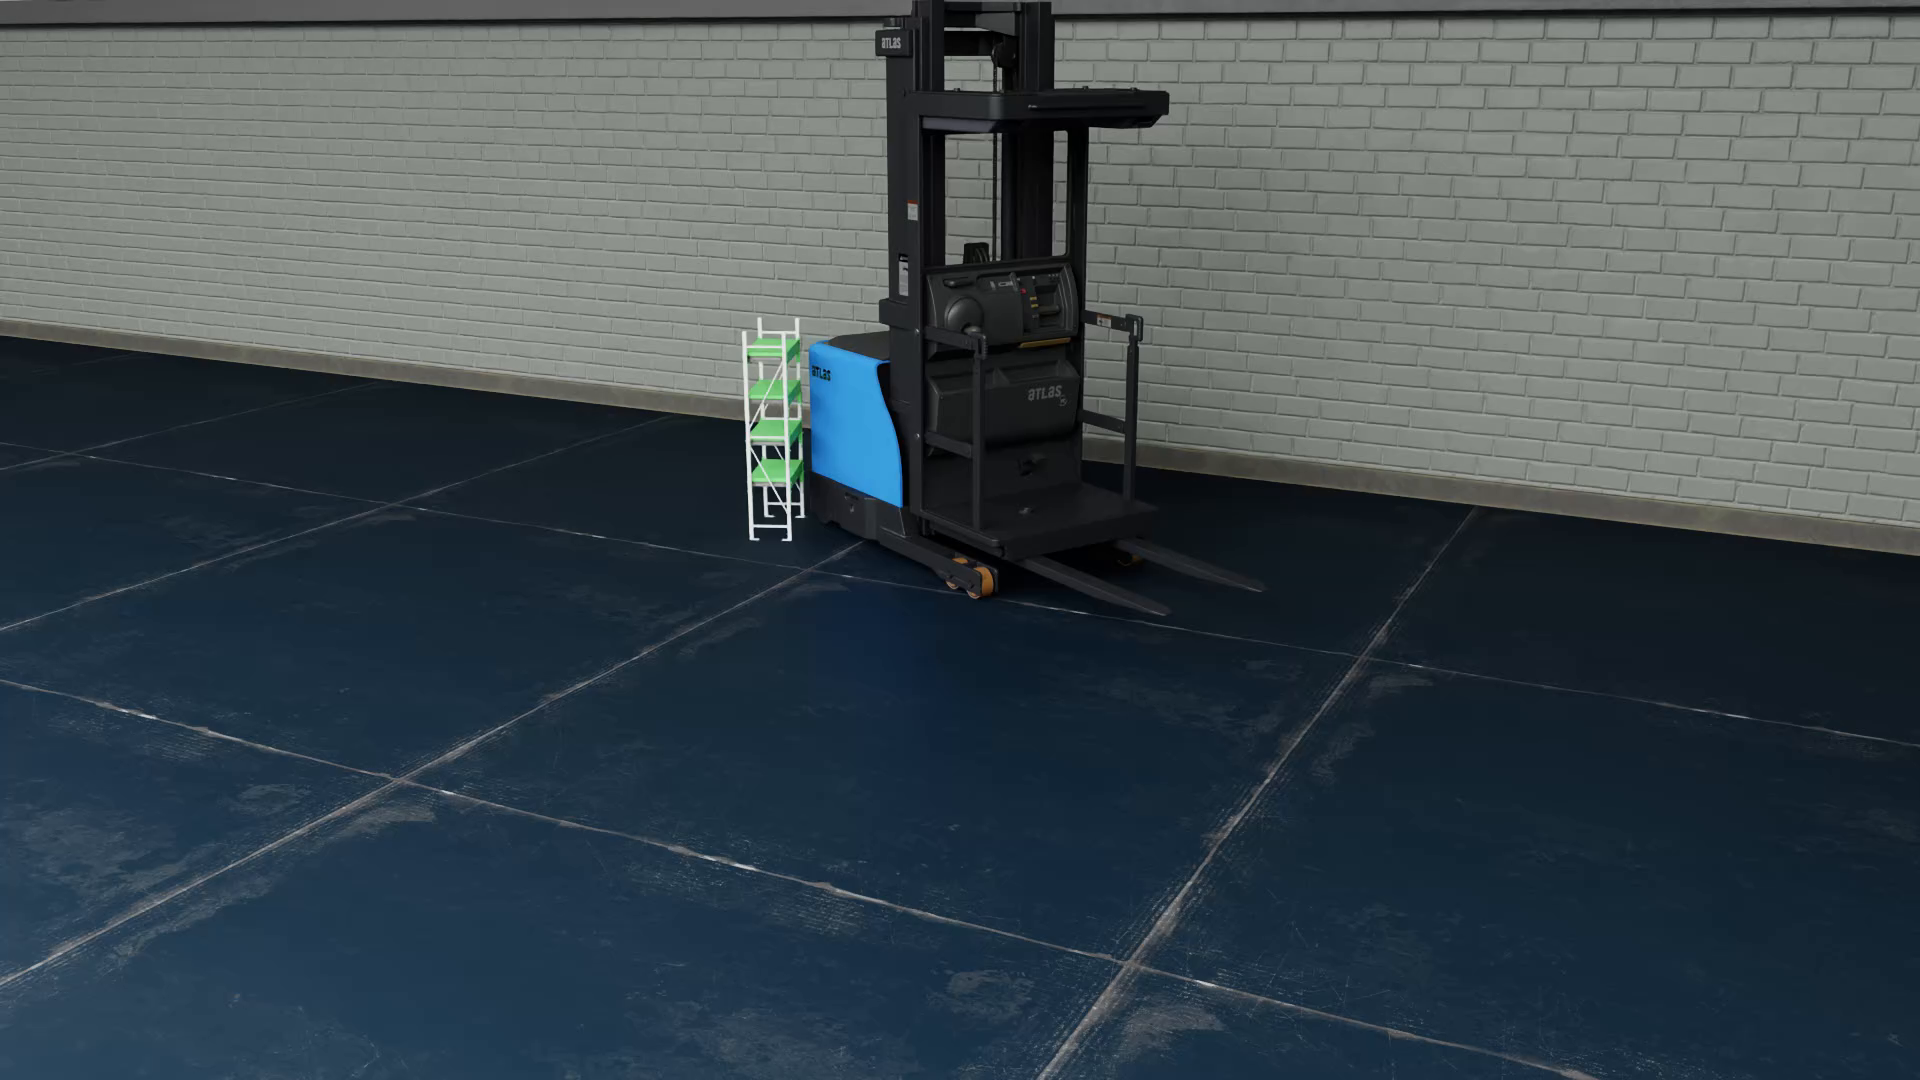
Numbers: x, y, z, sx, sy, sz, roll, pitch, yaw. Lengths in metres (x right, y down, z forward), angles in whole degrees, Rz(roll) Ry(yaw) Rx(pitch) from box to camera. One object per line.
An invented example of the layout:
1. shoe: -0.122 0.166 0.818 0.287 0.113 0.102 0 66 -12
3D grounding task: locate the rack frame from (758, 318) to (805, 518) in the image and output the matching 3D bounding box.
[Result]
1. rack frame: -1.054 -0.713 9.817 0.240 1.200 0.015 1 17 3

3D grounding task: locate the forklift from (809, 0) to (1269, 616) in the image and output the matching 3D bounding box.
1. forklift: 0.353 -1.257 8.610 1.130 2.935 3.031 -11 20 -33

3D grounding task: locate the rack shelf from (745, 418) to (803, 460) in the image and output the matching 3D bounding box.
1. rack shelf: -1.068 -0.582 9.602 0.258 0.148 0.480 1 17 3

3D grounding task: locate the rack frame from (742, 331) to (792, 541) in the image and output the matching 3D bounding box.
1. rack frame: -1.082 -0.574 9.350 0.240 1.200 0.015 1 17 3

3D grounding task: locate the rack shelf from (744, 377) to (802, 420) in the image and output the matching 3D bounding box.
1. rack shelf: -1.068 -0.812 9.533 0.258 0.148 0.480 1 17 3

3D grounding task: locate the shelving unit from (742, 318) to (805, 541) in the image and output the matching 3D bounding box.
1. shelving unit: -1.068 -0.644 9.583 0.258 1.200 0.503 1 17 3

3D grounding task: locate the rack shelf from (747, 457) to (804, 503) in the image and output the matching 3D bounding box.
1. rack shelf: -1.068 -0.352 9.670 0.258 0.148 0.480 1 17 3

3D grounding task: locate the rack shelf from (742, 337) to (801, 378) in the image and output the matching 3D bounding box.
1. rack shelf: -1.068 -1.042 9.465 0.258 0.148 0.480 1 17 3
